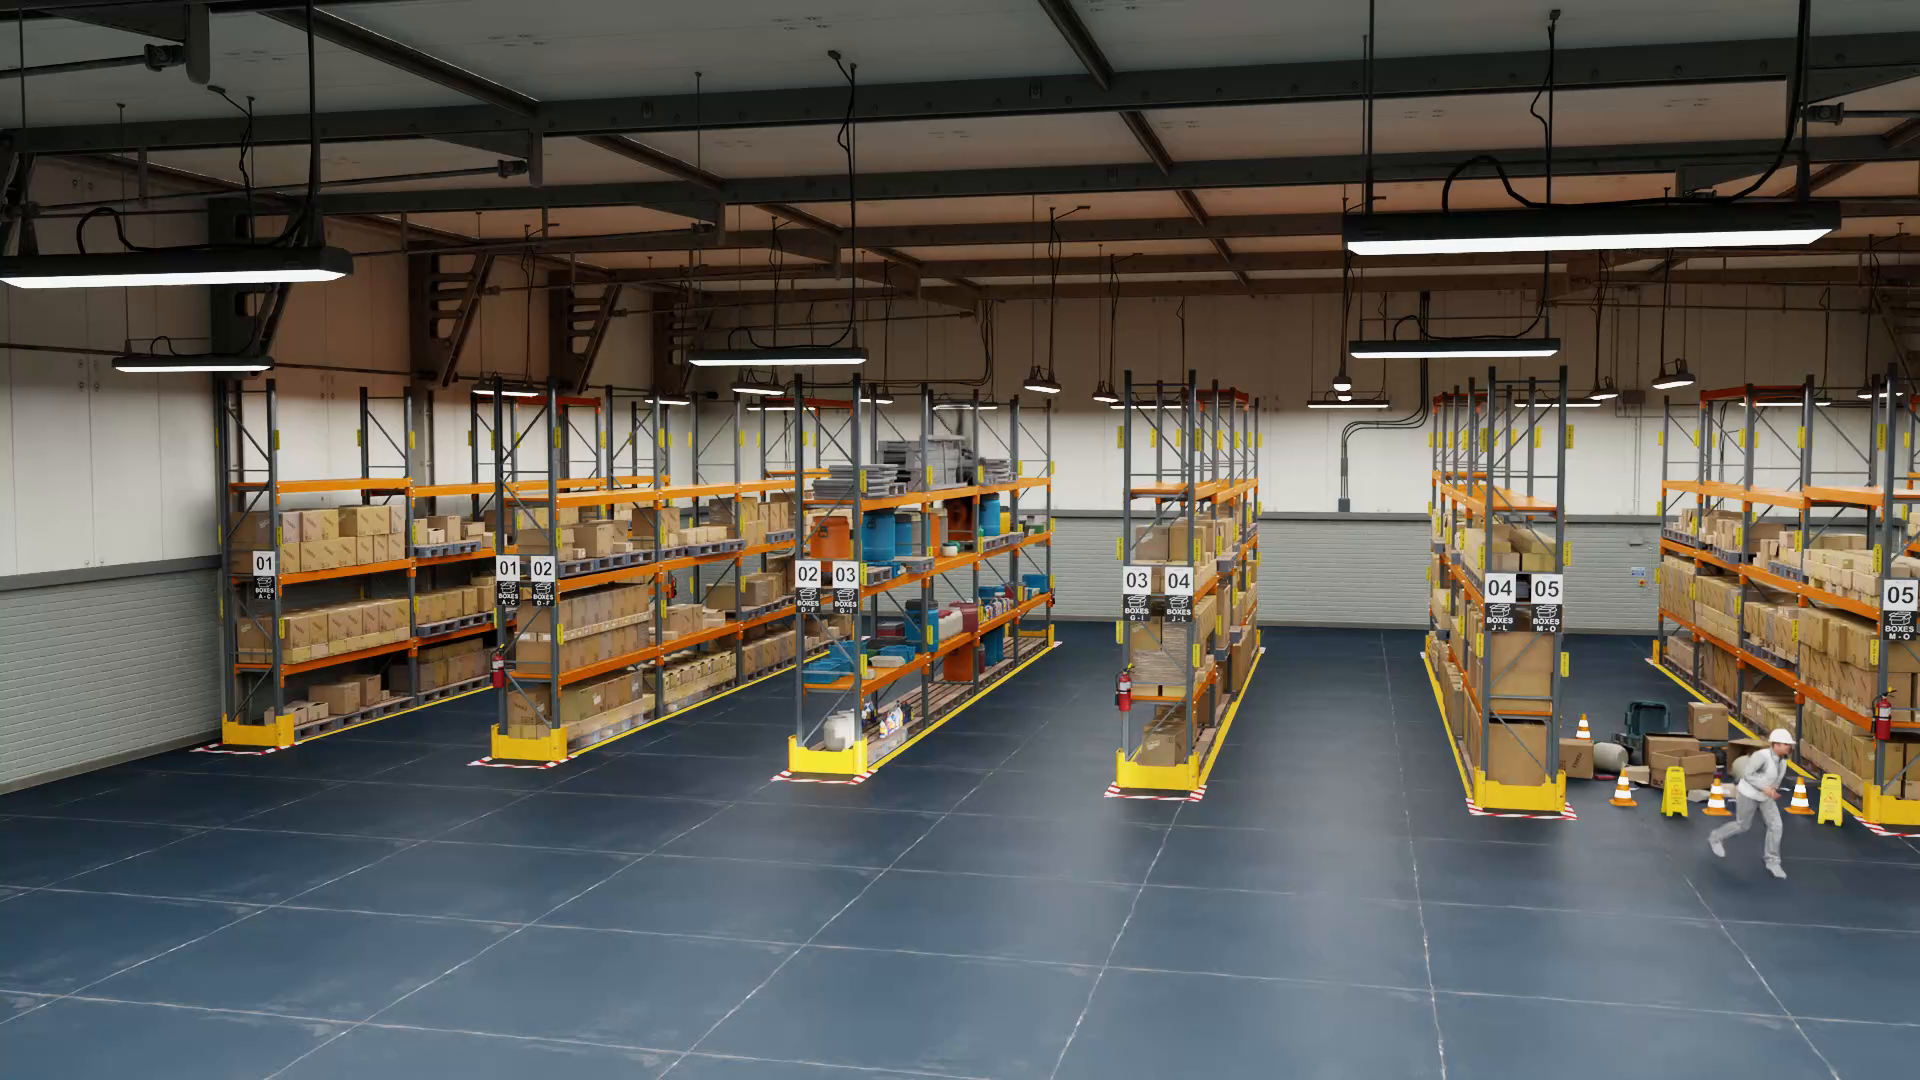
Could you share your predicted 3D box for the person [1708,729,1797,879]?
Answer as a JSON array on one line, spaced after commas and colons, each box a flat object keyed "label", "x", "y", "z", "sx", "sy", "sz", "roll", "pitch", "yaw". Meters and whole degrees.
[{"label": "person", "x": 9.241, "y": 3.010, "z": 19.402, "sx": 0.697, "sy": 1.732, "sz": 1.045, "roll": -2, "pitch": 4, "yaw": -33}]
